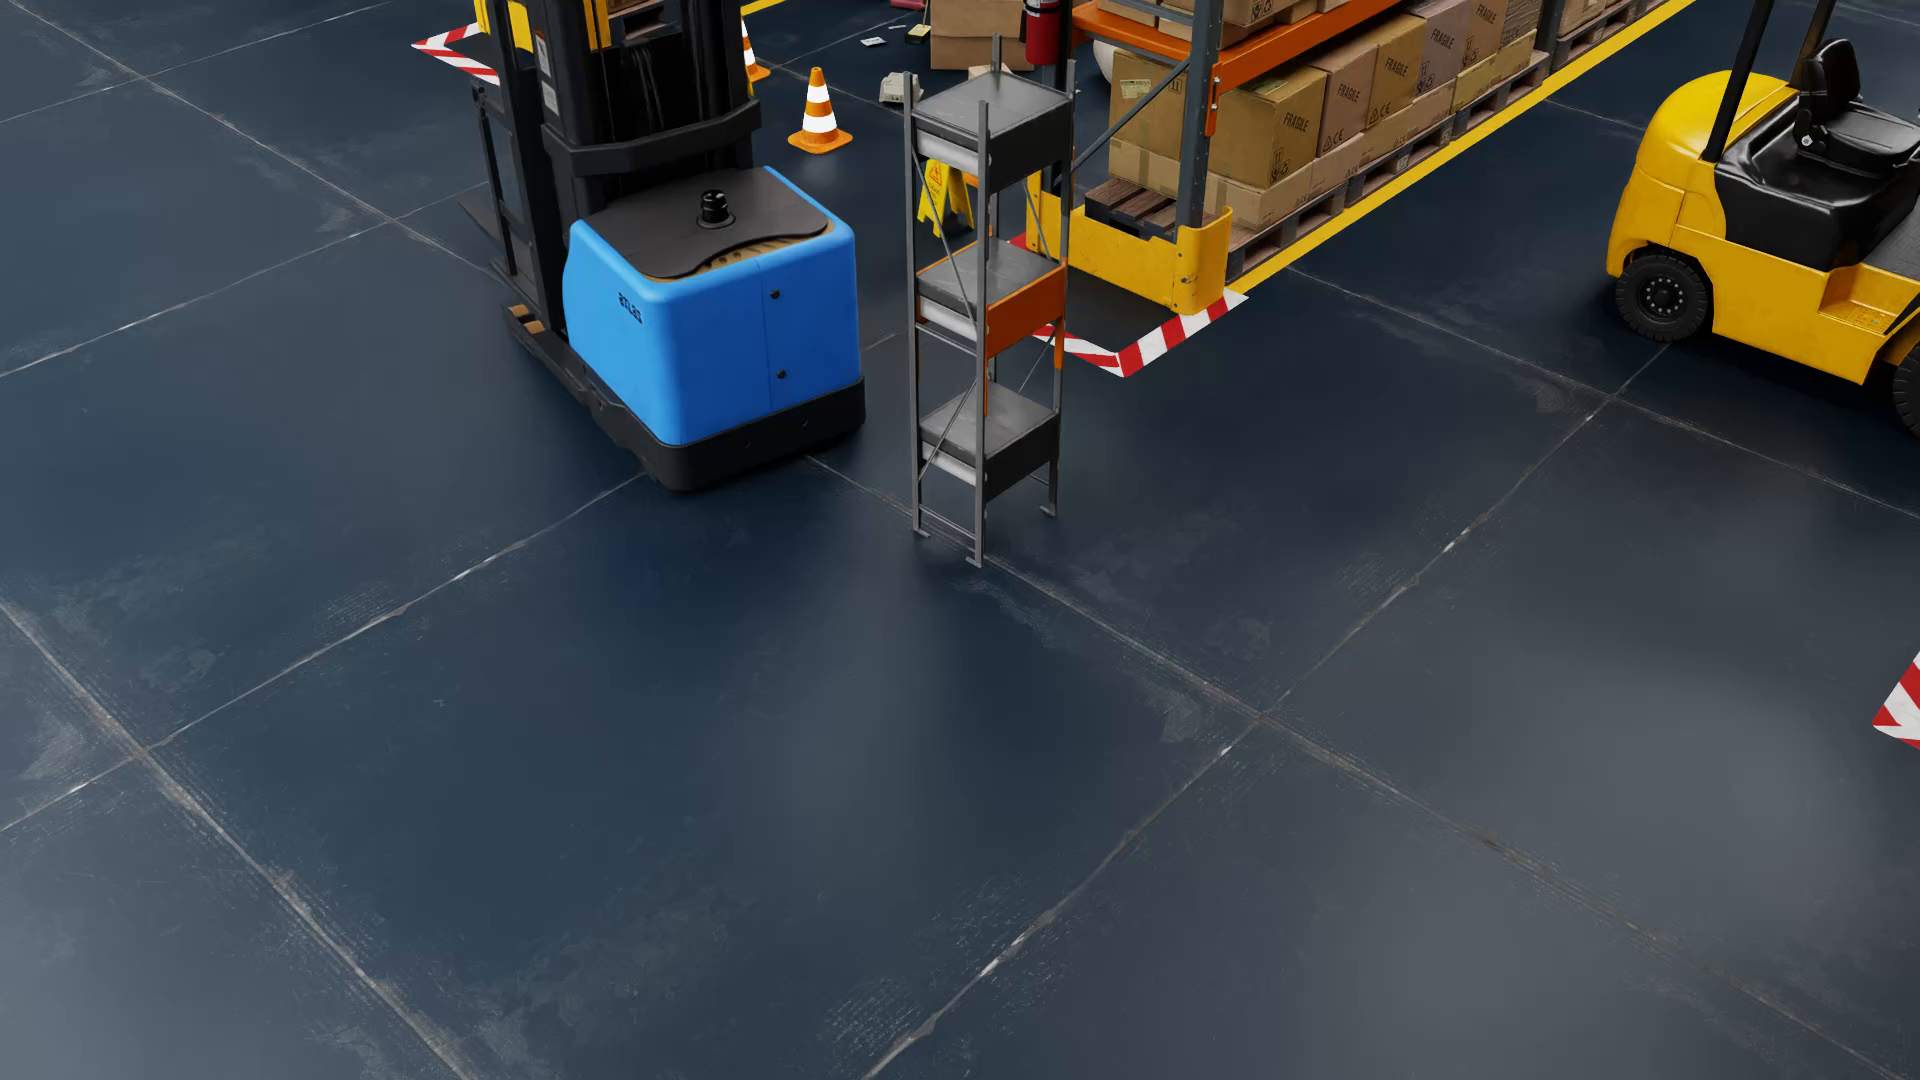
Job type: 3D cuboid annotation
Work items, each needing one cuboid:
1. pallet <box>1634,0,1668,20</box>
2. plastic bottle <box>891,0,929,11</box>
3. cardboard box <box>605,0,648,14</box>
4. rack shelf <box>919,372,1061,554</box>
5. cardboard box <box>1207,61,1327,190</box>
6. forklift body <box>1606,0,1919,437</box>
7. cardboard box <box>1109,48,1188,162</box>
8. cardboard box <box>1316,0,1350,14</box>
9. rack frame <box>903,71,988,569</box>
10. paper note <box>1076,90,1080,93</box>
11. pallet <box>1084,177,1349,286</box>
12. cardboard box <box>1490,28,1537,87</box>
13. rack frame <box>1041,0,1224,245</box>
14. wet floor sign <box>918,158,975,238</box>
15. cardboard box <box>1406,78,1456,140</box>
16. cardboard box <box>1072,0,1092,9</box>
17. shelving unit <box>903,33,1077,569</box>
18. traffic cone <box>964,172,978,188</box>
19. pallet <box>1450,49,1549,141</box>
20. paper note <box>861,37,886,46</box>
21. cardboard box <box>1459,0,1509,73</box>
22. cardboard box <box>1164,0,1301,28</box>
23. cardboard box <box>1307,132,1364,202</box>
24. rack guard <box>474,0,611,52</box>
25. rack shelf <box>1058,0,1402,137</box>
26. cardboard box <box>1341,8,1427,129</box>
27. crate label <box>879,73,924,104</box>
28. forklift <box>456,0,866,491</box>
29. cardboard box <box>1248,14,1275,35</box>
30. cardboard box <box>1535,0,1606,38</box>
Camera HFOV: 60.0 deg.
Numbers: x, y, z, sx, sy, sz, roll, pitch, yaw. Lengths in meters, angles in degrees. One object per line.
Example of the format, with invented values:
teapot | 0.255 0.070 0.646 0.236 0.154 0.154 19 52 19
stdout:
pallet | 4.883 -4.292 12.479 1.003 0.211 1.213 30 47 32
plastic bottle | -0.350 -3.920 12.130 0.283 0.061 0.133 14 41 17
cardboard box | -2.476 -4.329 11.654 0.875 0.875 0.875 30 47 32
rack shelf | 0.112 -0.339 7.136 0.431 0.518 0.480 30 47 32
cardboard box | 1.602 -2.272 8.967 0.500 0.500 0.500 28 46 31
forklift body | 4.437 -1.847 7.845 2.313 2.155 1.214 30 47 32
cardboard box | 1.186 -2.484 9.233 0.500 0.500 0.500 30 47 32
cardboard box | 1.823 -2.903 8.692 0.380 0.149 0.250 30 48 32
rack frame | -0.053 -0.786 6.551 0.400 2.100 0.015 30 47 32
paper note | 0.744 -2.941 10.941 0.032 0.001 0.123 30 47 32
pallet | 1.463 -1.927 9.503 1.003 0.211 1.213 30 47 32
cardboard box | 3.336 -3.166 10.693 0.500 0.250 0.500 -32 48 -34
rack frame | 0.838 -2.625 8.141 1.000 3.000 0.127 30 47 32
wet floor sign | -0.080 -2.065 9.329 0.232 0.644 0.267 -18 42 -21
cardboard box | 2.637 -2.686 10.089 0.500 0.250 0.500 30 48 32
cardboard box | 0.779 -4.004 11.772 0.797 0.637 0.503 30 47 32
shelving unit | 0.112 -0.898 6.692 0.431 2.100 0.503 30 47 32
traffic cone | 0.176 -2.371 9.860 0.336 0.463 0.334 30 47 32
pallet | 3.109 -3.048 10.913 1.003 0.211 1.213 30 47 32
paper note | -0.601 -3.482 11.606 0.142 0.017 0.144 -18 42 -21
cardboard box | 2.993 -3.225 10.165 0.500 0.500 0.500 31 48 33
cardboard box | 1.362 -2.882 8.144 0.500 0.500 0.500 29 47 31
cardboard box | 1.936 -2.199 9.477 0.500 0.250 0.500 31 48 33
rack guard | -2.901 -3.667 11.460 1.175 0.500 0.348 30 47 32
rack shelf | 2.187 -3.262 9.520 1.077 0.370 4.000 30 47 32
cardboard box | 2.296 -2.741 9.556 0.500 0.500 0.500 31 48 33
crate label | -0.389 -2.941 10.838 0.250 0.136 0.298 8 39 10
forklift | -1.692 -2.244 7.717 1.130 2.935 3.031 -23 44 -26
cardboard box | 1.379 -2.718 8.459 0.380 0.149 0.250 30 48 32
cardboard box | 3.888 -3.840 11.443 0.950 0.372 0.625 30 47 32
